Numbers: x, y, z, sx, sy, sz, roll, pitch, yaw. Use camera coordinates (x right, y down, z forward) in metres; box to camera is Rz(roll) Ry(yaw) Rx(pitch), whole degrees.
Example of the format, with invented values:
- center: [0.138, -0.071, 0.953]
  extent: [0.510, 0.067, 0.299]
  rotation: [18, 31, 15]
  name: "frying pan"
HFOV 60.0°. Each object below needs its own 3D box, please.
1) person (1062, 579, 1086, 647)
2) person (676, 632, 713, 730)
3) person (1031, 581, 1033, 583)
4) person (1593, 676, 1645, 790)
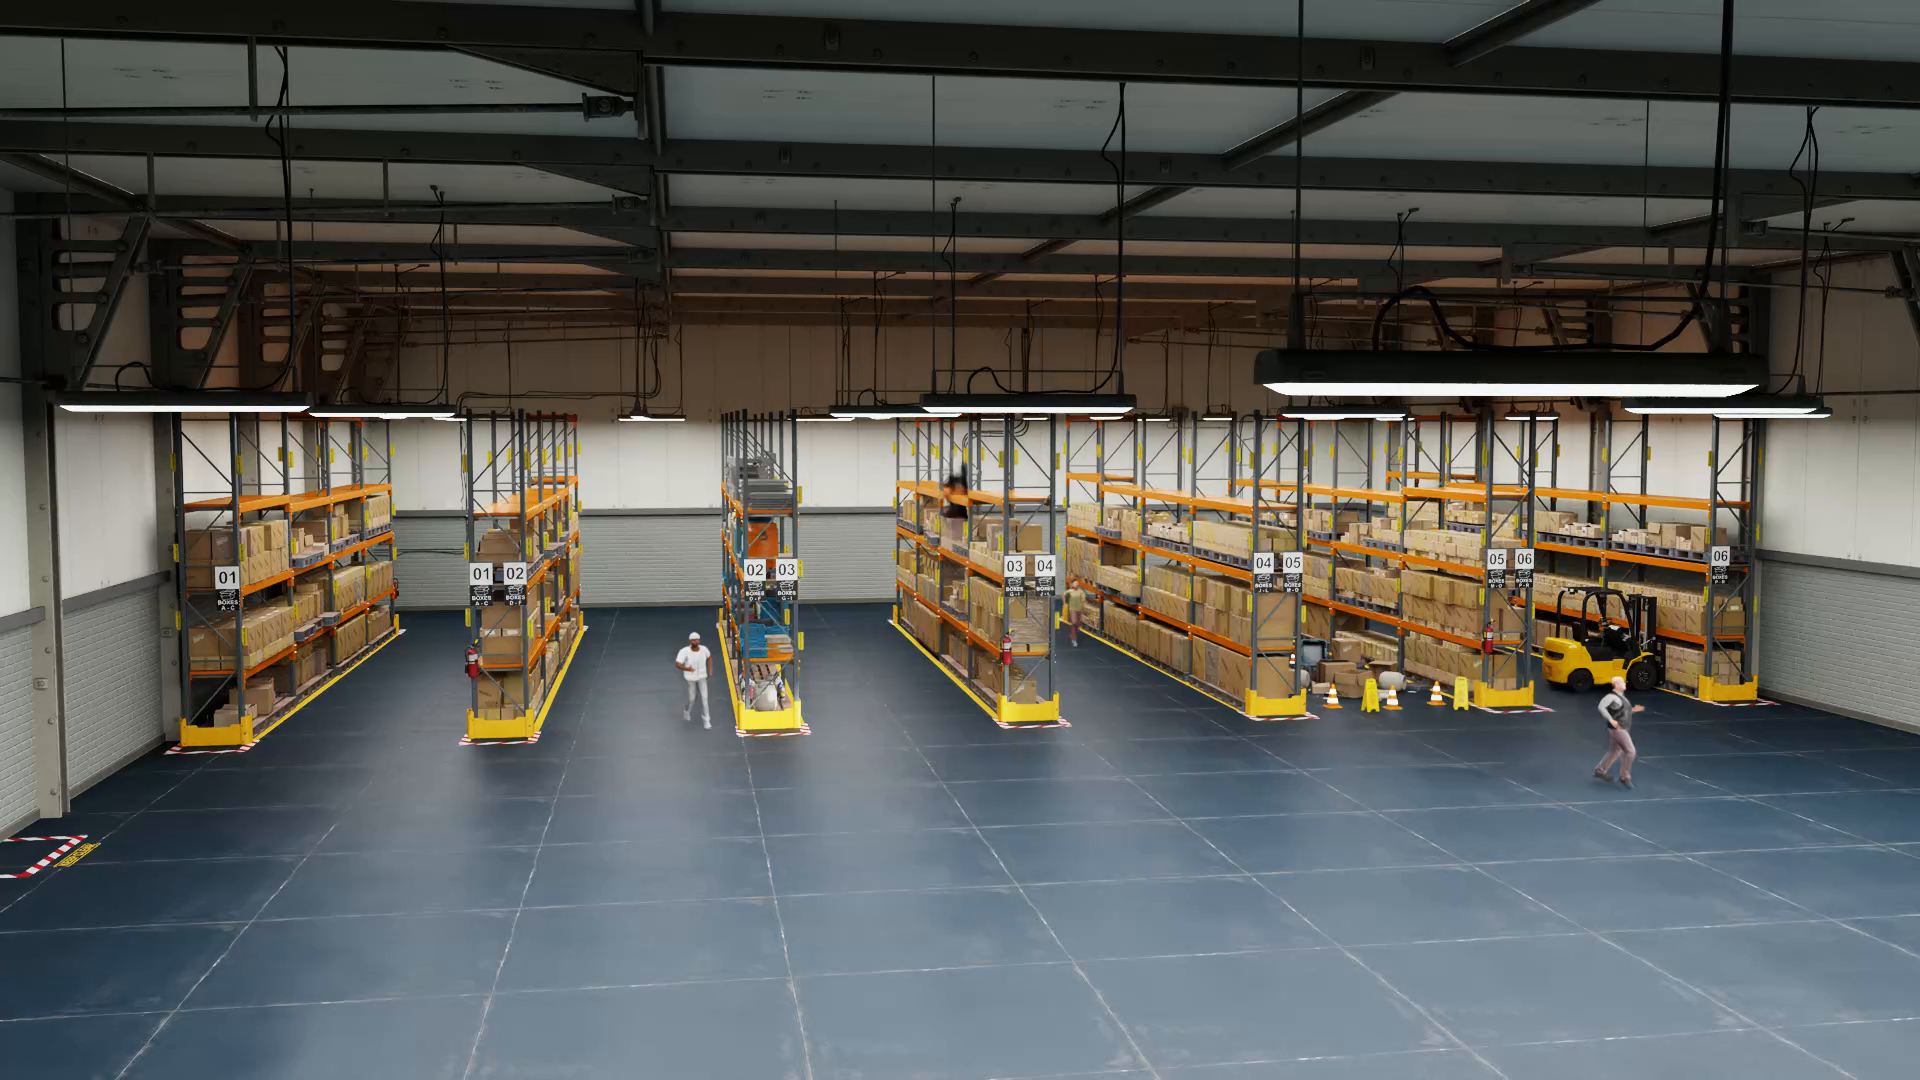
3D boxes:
- center: [2.986, 1.869, 43.164]
  extent: [0.554, 1.721, 0.806]
  rotation: [-1, 4, -16]
  name: "person"
- center: [-5.018, 2.638, 31.484]
  extent: [0.744, 1.800, 0.902]
  rotation: [-2, 4, -24]
  name: "person"
- center: [1.895, 1.548, 47.980]
  extent: [0.822, 1.678, 0.557]
  rotation: [1, 4, 7]
  name: "person"
- center: [10.387, 3.035, 26.227]
  extent: [0.731, 1.780, 0.639]
  rotation: [2, 5, 29]
  name: "person"
